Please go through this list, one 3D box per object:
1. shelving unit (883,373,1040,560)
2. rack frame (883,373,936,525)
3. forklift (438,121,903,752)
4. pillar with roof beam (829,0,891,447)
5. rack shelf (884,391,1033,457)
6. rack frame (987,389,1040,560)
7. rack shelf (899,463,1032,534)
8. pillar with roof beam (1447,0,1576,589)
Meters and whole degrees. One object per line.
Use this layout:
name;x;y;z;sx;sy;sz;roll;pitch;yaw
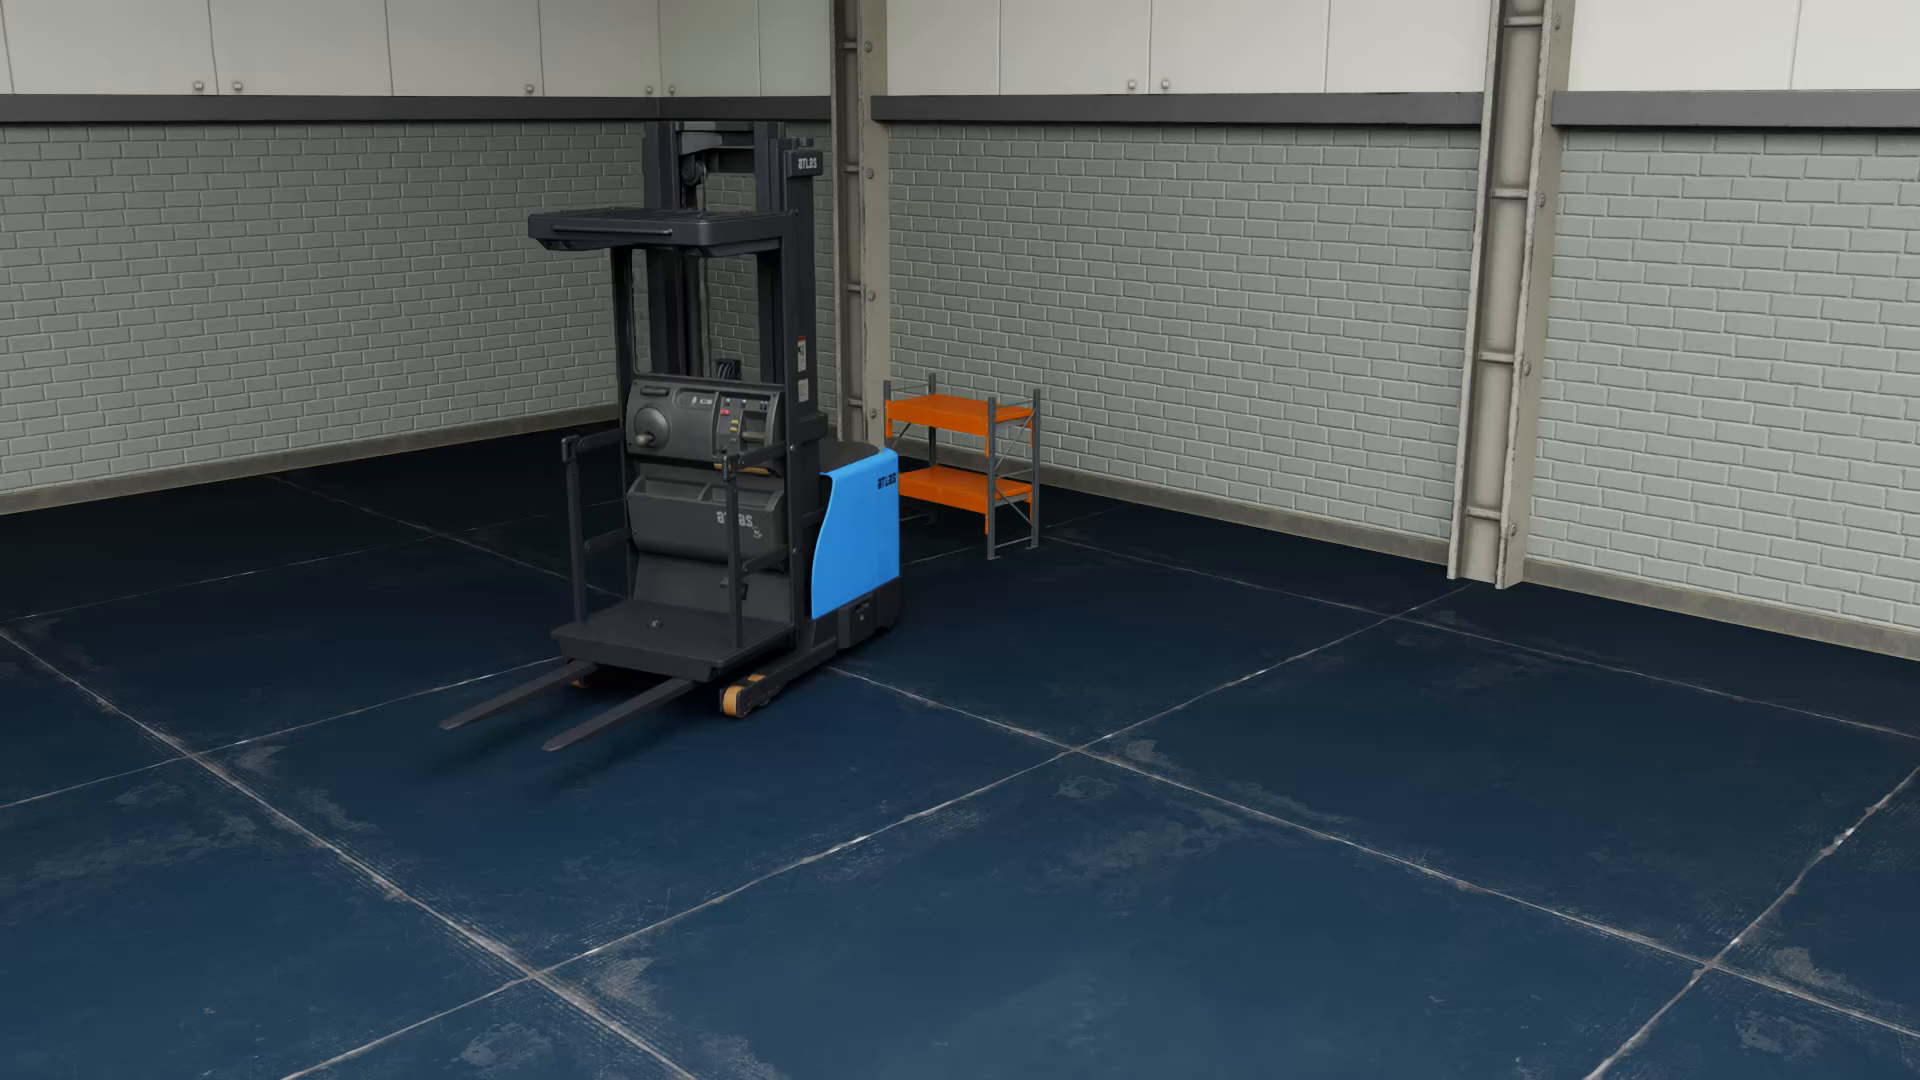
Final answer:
shelving unit;0.005;-0.543;11.786;1.048;1.125;0.538;14;20;42
rack frame;-0.361;-0.632;12.127;0.032;1.125;0.500;14;20;42
forklift;-1.452;-0.639;8.573;1.130;2.935;3.031;7;16;26
pillar with roof beam;-3.848;-4.368;10.848;0.400;9.000;9.100;14;20;42
rack shelf;0.005;-0.826;11.712;1.000;0.278;0.538;14;20;42
rack frame;0.371;-0.454;11.444;0.032;1.125;0.500;14;20;42
rack shelf;0.005;-0.307;11.847;1.000;0.278;0.538;14;20;42
pillar with roof beam;0.471;-3.318;6.818;0.400;9.000;9.100;14;20;42
